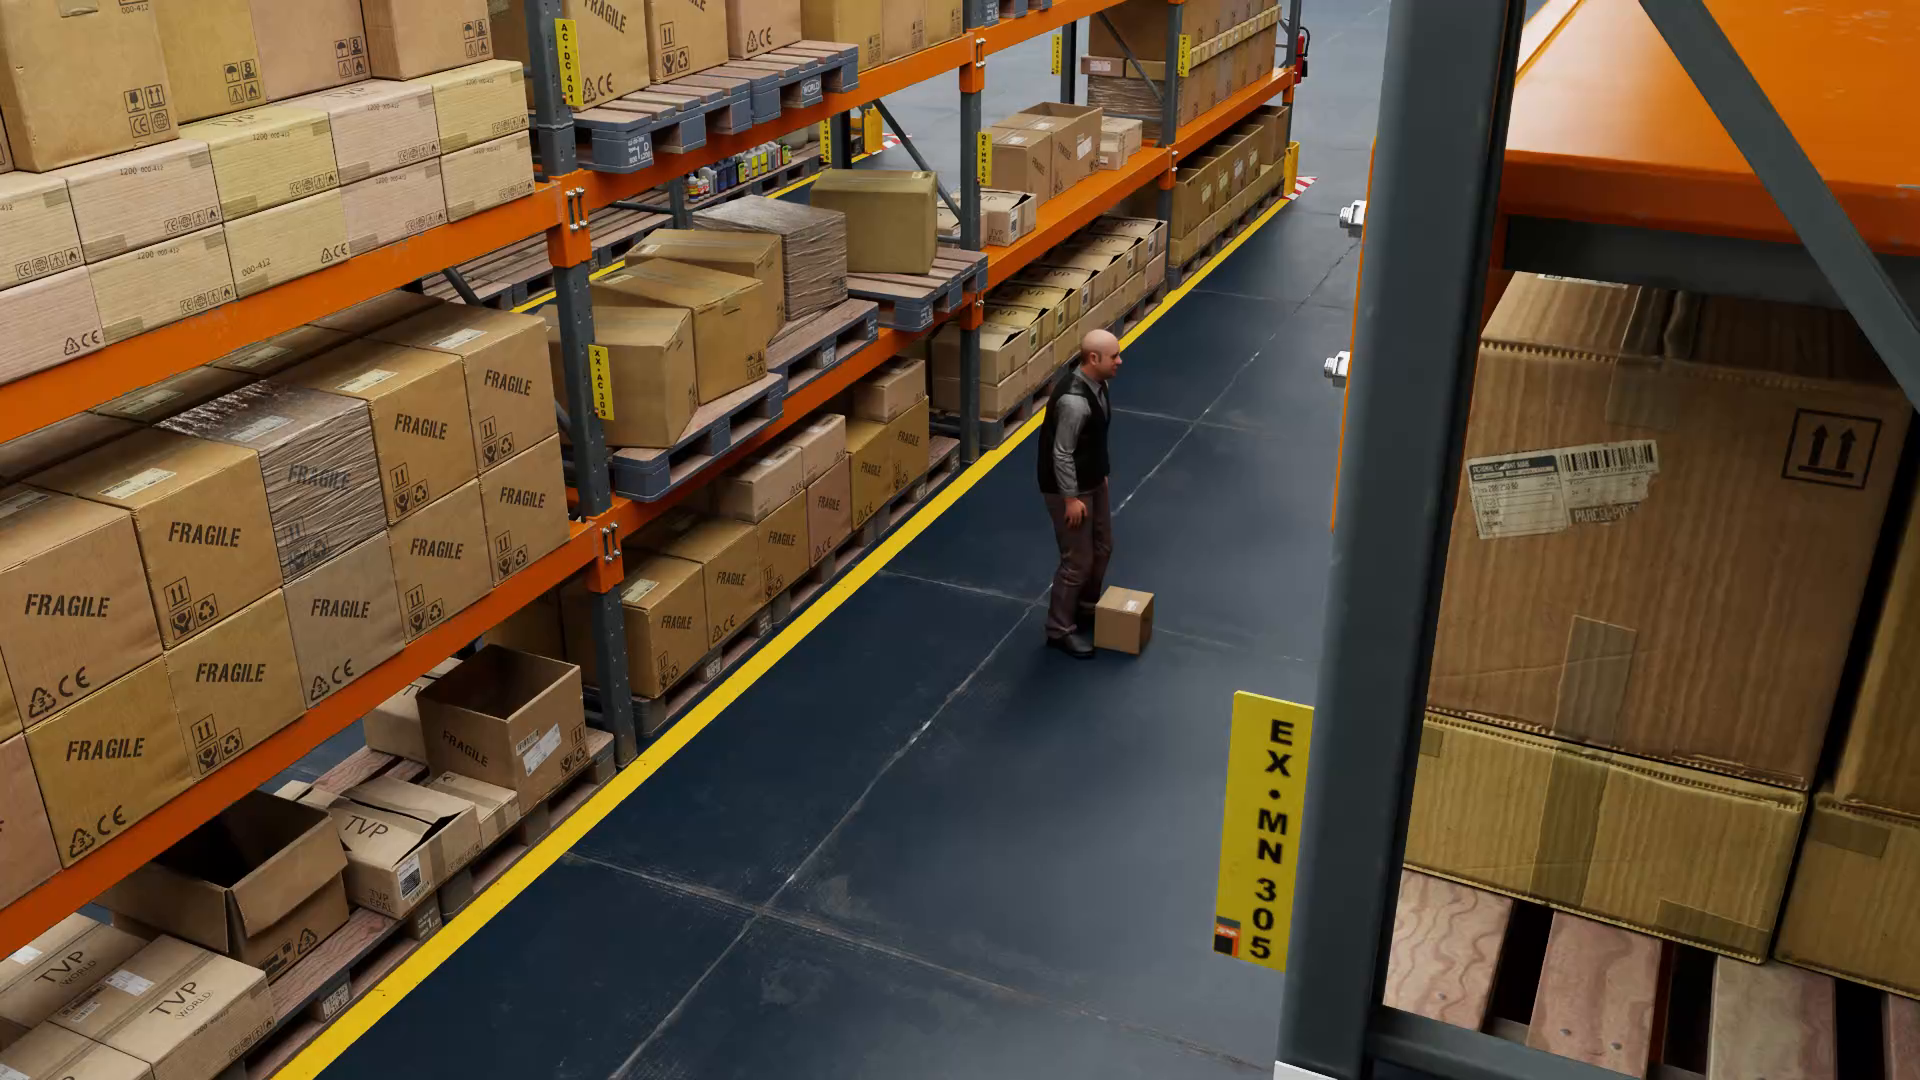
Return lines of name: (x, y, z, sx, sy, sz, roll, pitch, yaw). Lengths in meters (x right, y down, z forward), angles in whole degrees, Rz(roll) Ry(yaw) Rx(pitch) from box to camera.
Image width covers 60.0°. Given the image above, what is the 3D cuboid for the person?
person: (0.646, -0.275, 8.707, 0.475, 1.720, 0.586, 10, 28, 19)
